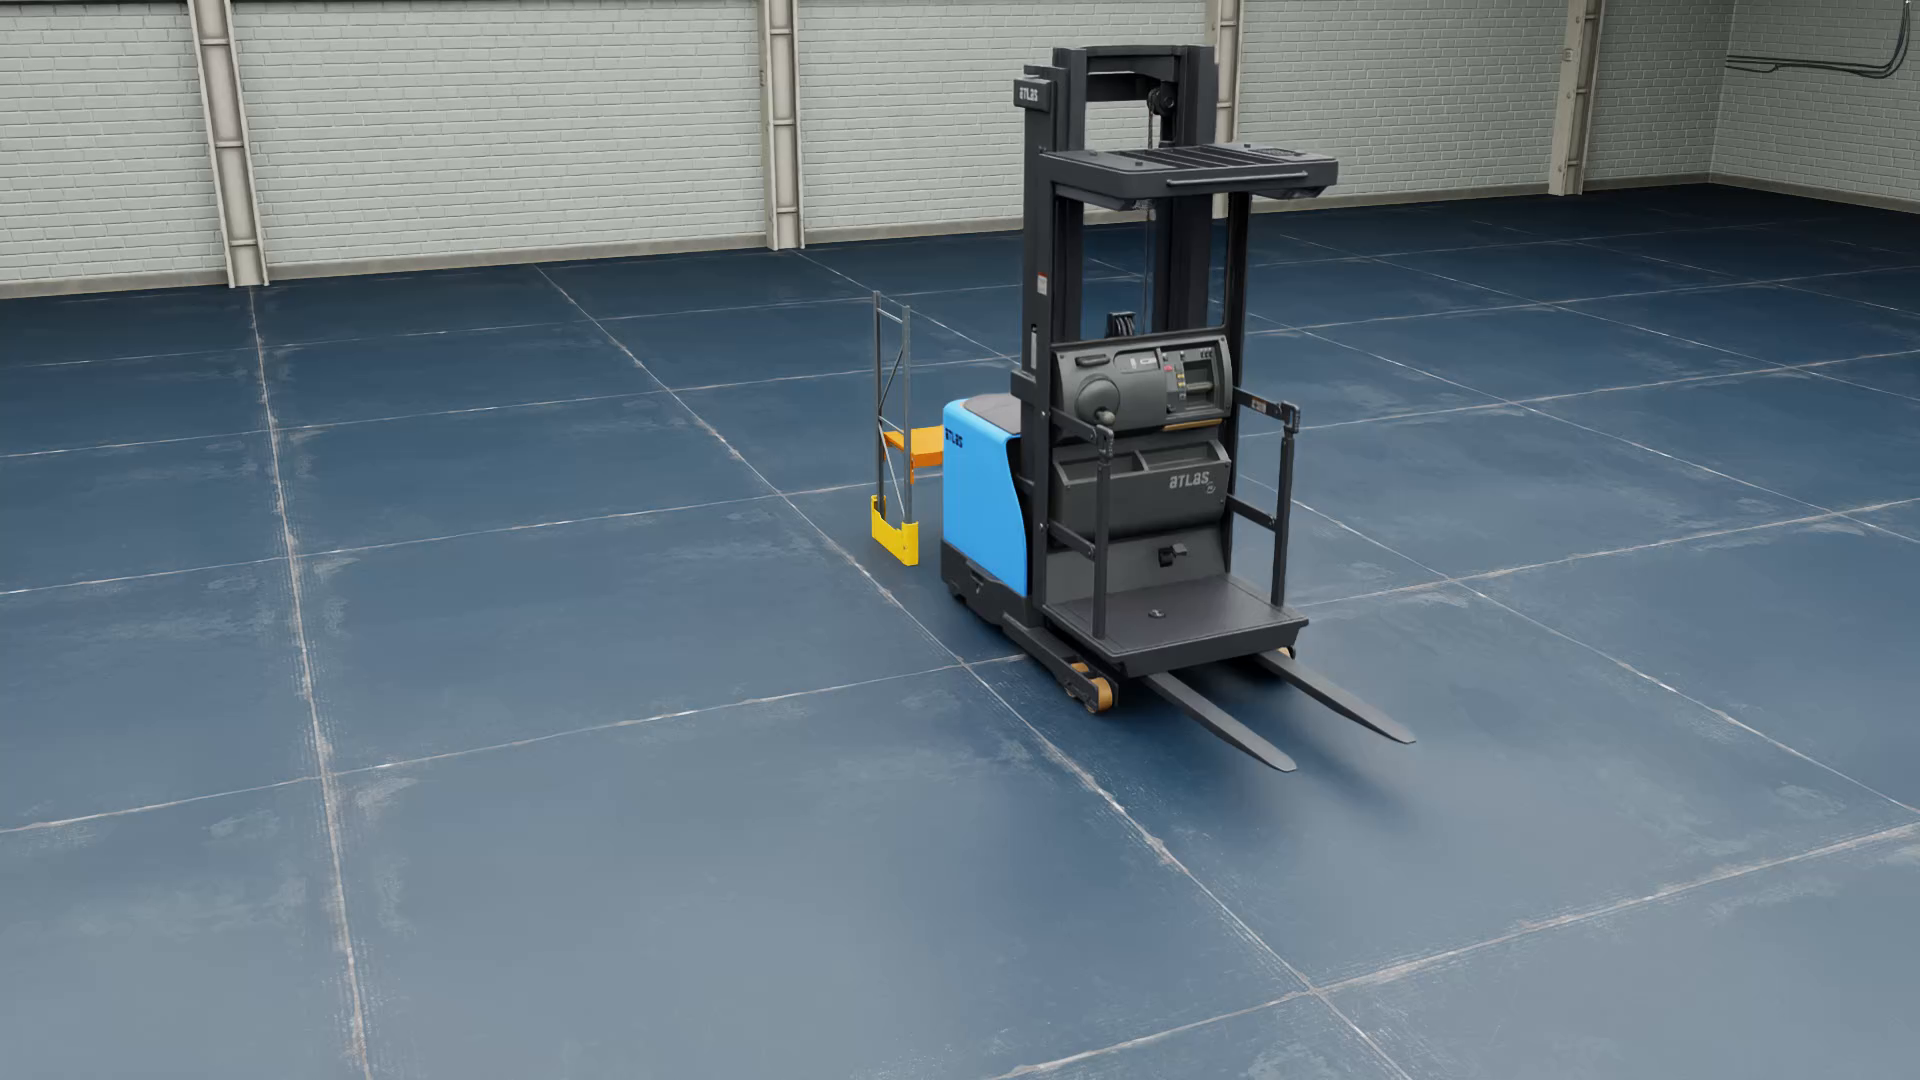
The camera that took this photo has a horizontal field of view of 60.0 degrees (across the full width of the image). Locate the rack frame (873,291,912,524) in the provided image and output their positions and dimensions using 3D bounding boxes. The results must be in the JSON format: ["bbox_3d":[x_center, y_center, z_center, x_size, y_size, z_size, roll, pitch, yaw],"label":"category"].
[{"bbox_3d":[-0.388,-0.652,9.615,0.032,1.500,0.500,-8,21,-22],"label":"rack frame"}]

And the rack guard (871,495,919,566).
[{"bbox_3d":[-0.387,-0.062,9.823,0.087,0.250,0.587,-8,21,-22],"label":"rack guard"}]

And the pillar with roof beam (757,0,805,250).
[{"bbox_3d":[-0.398,-6.462,14.824,0.400,9.000,9.100,-8,21,-22],"label":"pillar with roof beam"}]

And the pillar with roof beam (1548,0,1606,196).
[{"bbox_3d":[10.621,-8.040,19.308,0.400,9.000,9.100,-8,21,-22],"label":"pillar with roof beam"}]

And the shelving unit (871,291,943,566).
[{"bbox_3d":[0.070,-0.717,9.801,1.083,1.500,0.587,-8,21,-22],"label":"shelving unit"}]

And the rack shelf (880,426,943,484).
[{"bbox_3d":[0.078,-0.549,9.865,1.000,0.185,0.538,-8,21,-22],"label":"rack shelf"}]

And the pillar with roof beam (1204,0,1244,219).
[{"bbox_3d":[5.111,-7.251,17.066,0.400,9.000,9.100,-8,21,-22],"label":"pillar with roof beam"}]

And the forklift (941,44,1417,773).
[{"bbox_3d":[0.974,-0.741,7.712,1.130,2.935,3.031,-9,21,-24],"label":"forklift"}]

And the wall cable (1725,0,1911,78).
[{"bbox_3d":[12.144,-7.873,23.507,0.112,2.526,3.097,-8,21,-22],"label":"wall cable"}]

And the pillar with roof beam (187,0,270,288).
[{"bbox_3d":[-5.907,-5.672,12.583,0.400,9.000,9.100,-8,21,-22],"label":"pillar with roof beam"}]
